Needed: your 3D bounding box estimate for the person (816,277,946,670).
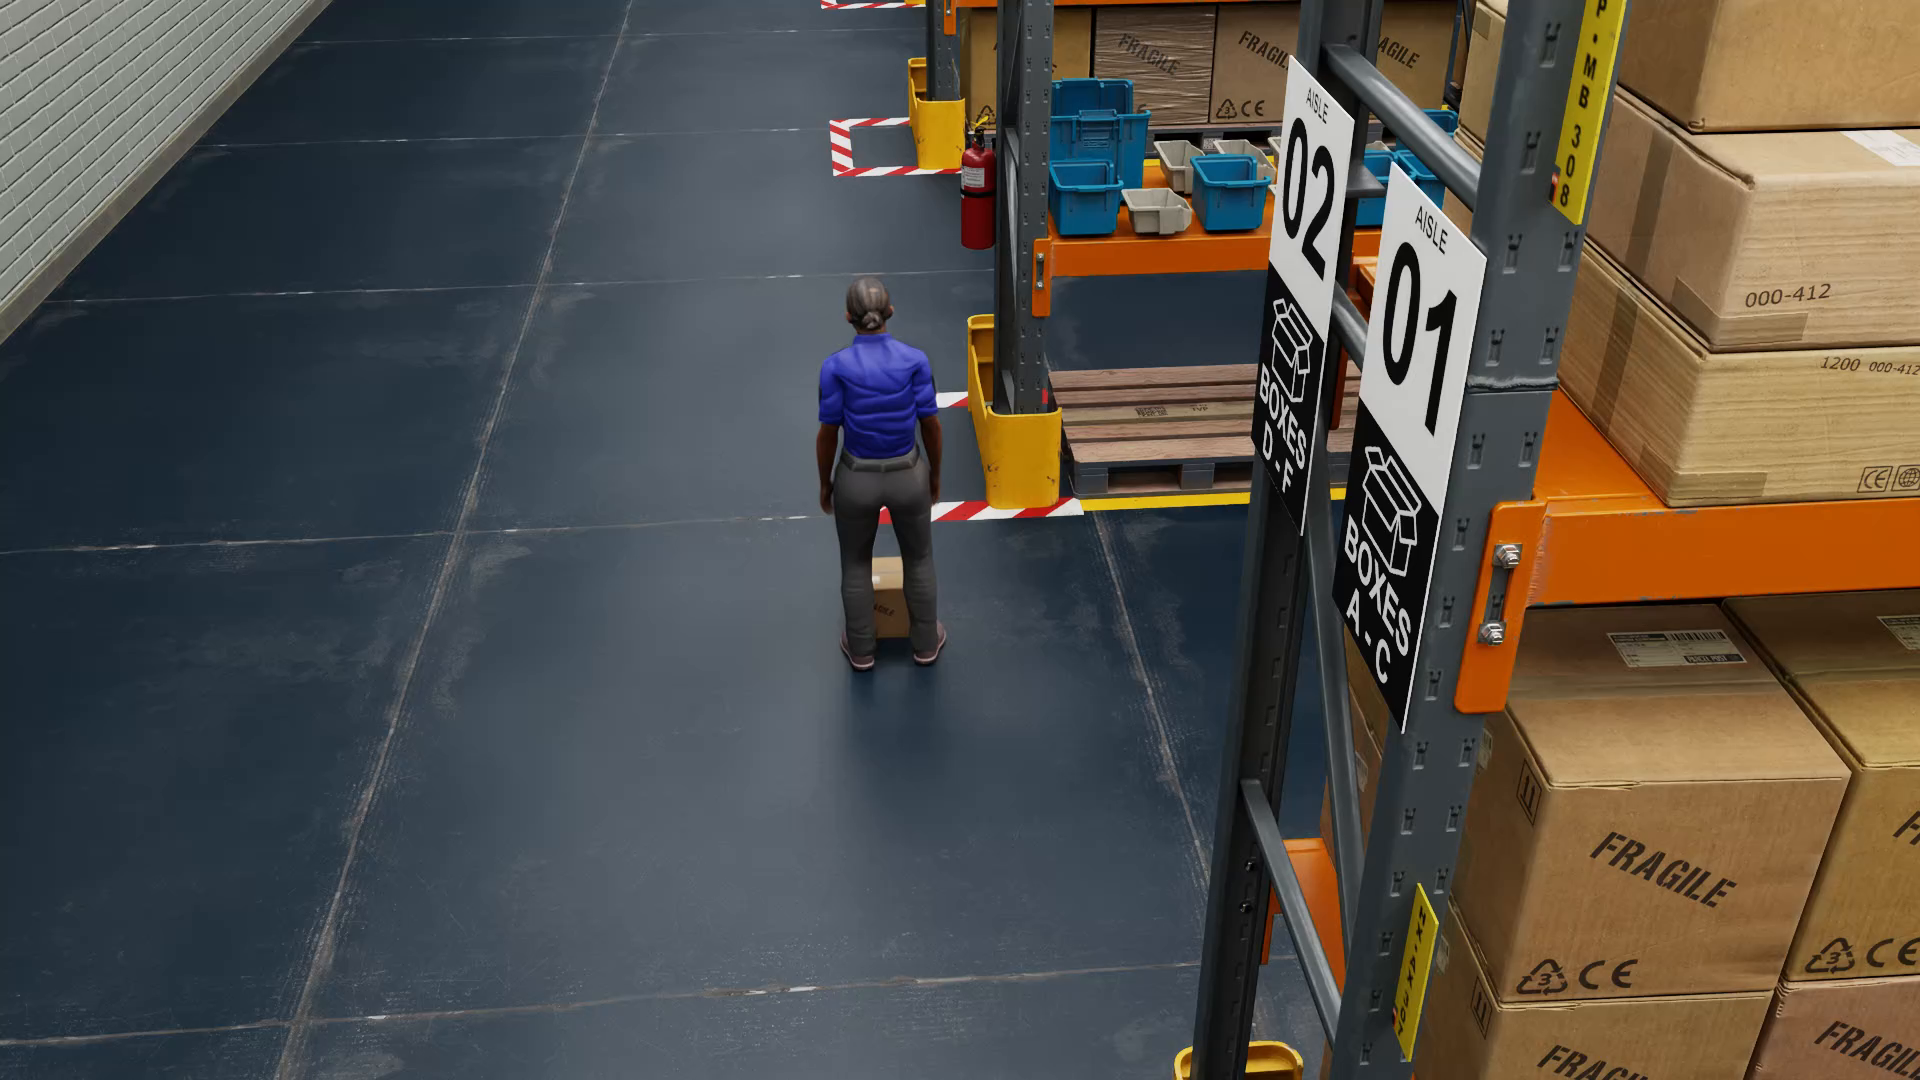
[{"bbox_3d":[-0.302,-0.233,6.523,0.514,1.653,0.349,-4,32,-7],"label":"person"}]
